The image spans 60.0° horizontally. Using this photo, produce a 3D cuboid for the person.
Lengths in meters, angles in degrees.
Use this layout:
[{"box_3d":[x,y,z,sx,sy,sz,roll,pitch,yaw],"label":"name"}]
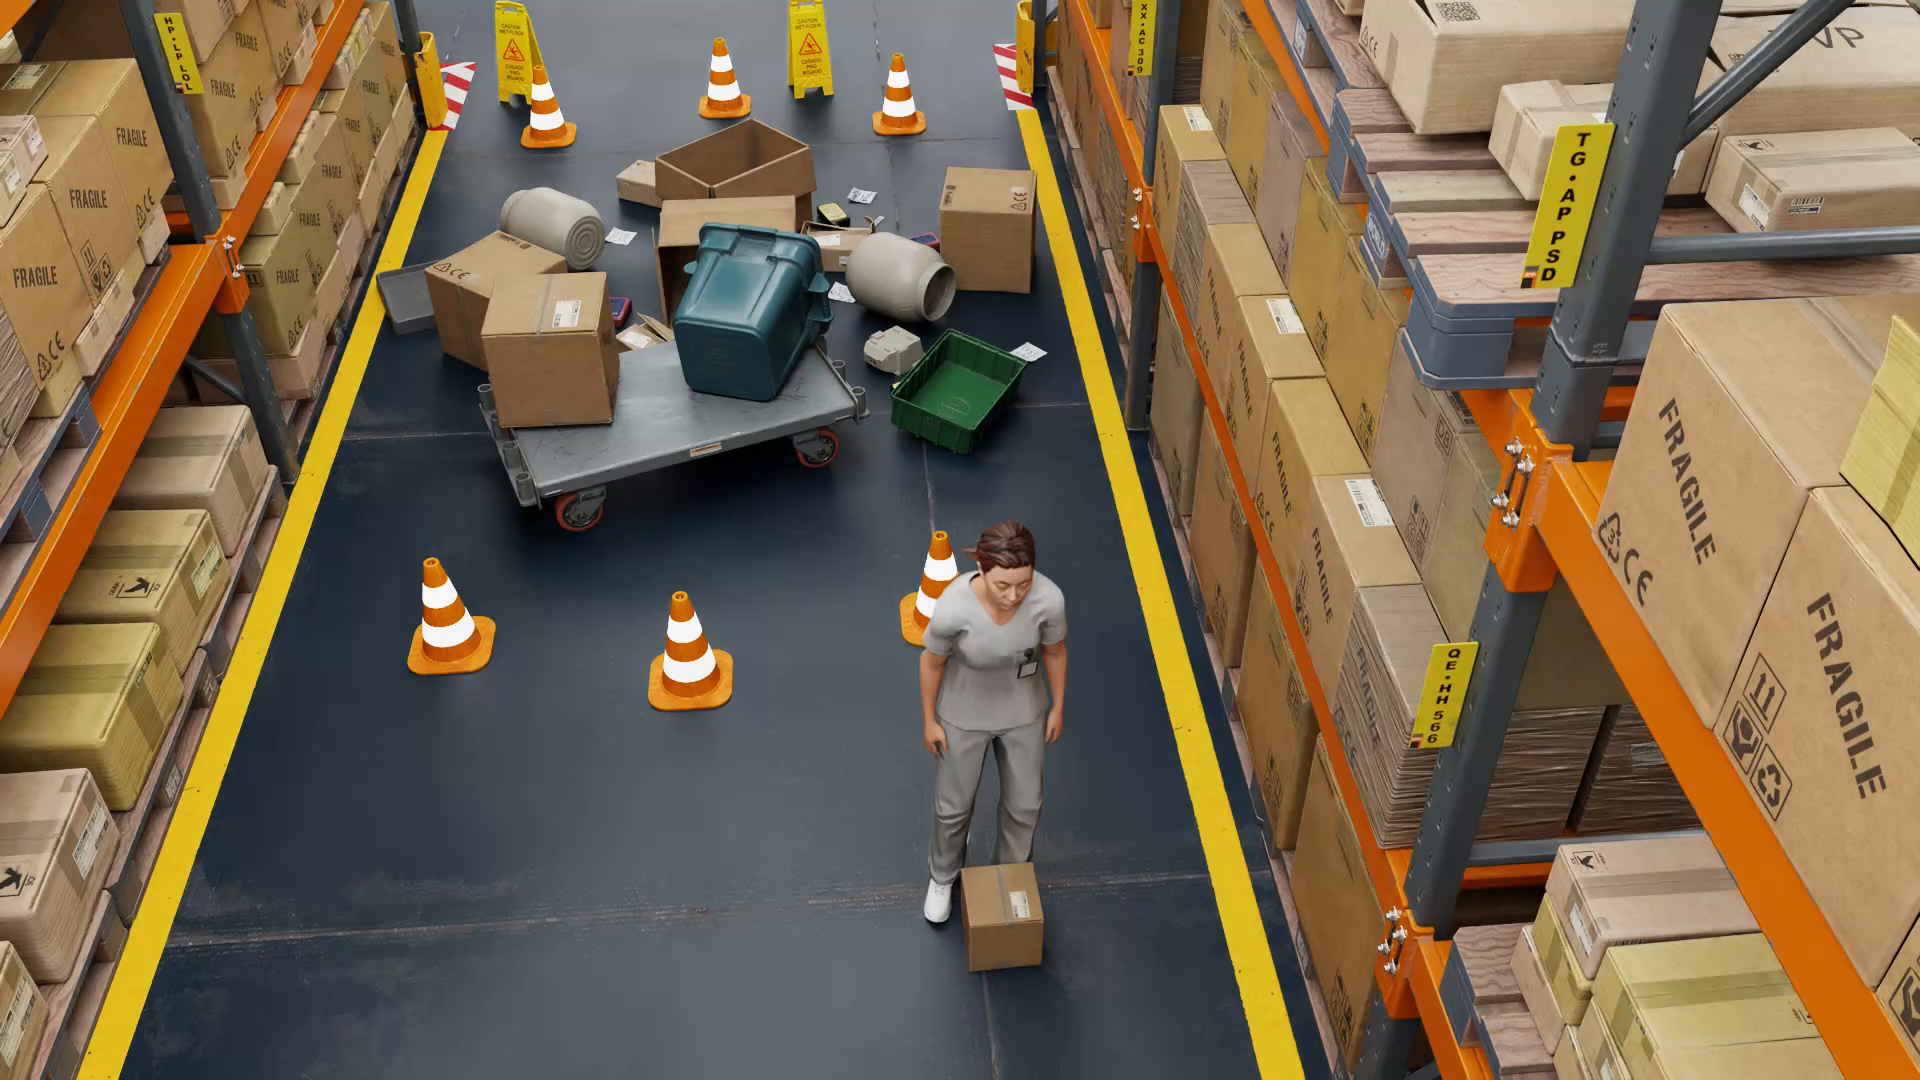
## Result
[{"box_3d":[0.111,0.600,5.422,0.499,1.671,0.416,-5,40,-6],"label":"person"}]
